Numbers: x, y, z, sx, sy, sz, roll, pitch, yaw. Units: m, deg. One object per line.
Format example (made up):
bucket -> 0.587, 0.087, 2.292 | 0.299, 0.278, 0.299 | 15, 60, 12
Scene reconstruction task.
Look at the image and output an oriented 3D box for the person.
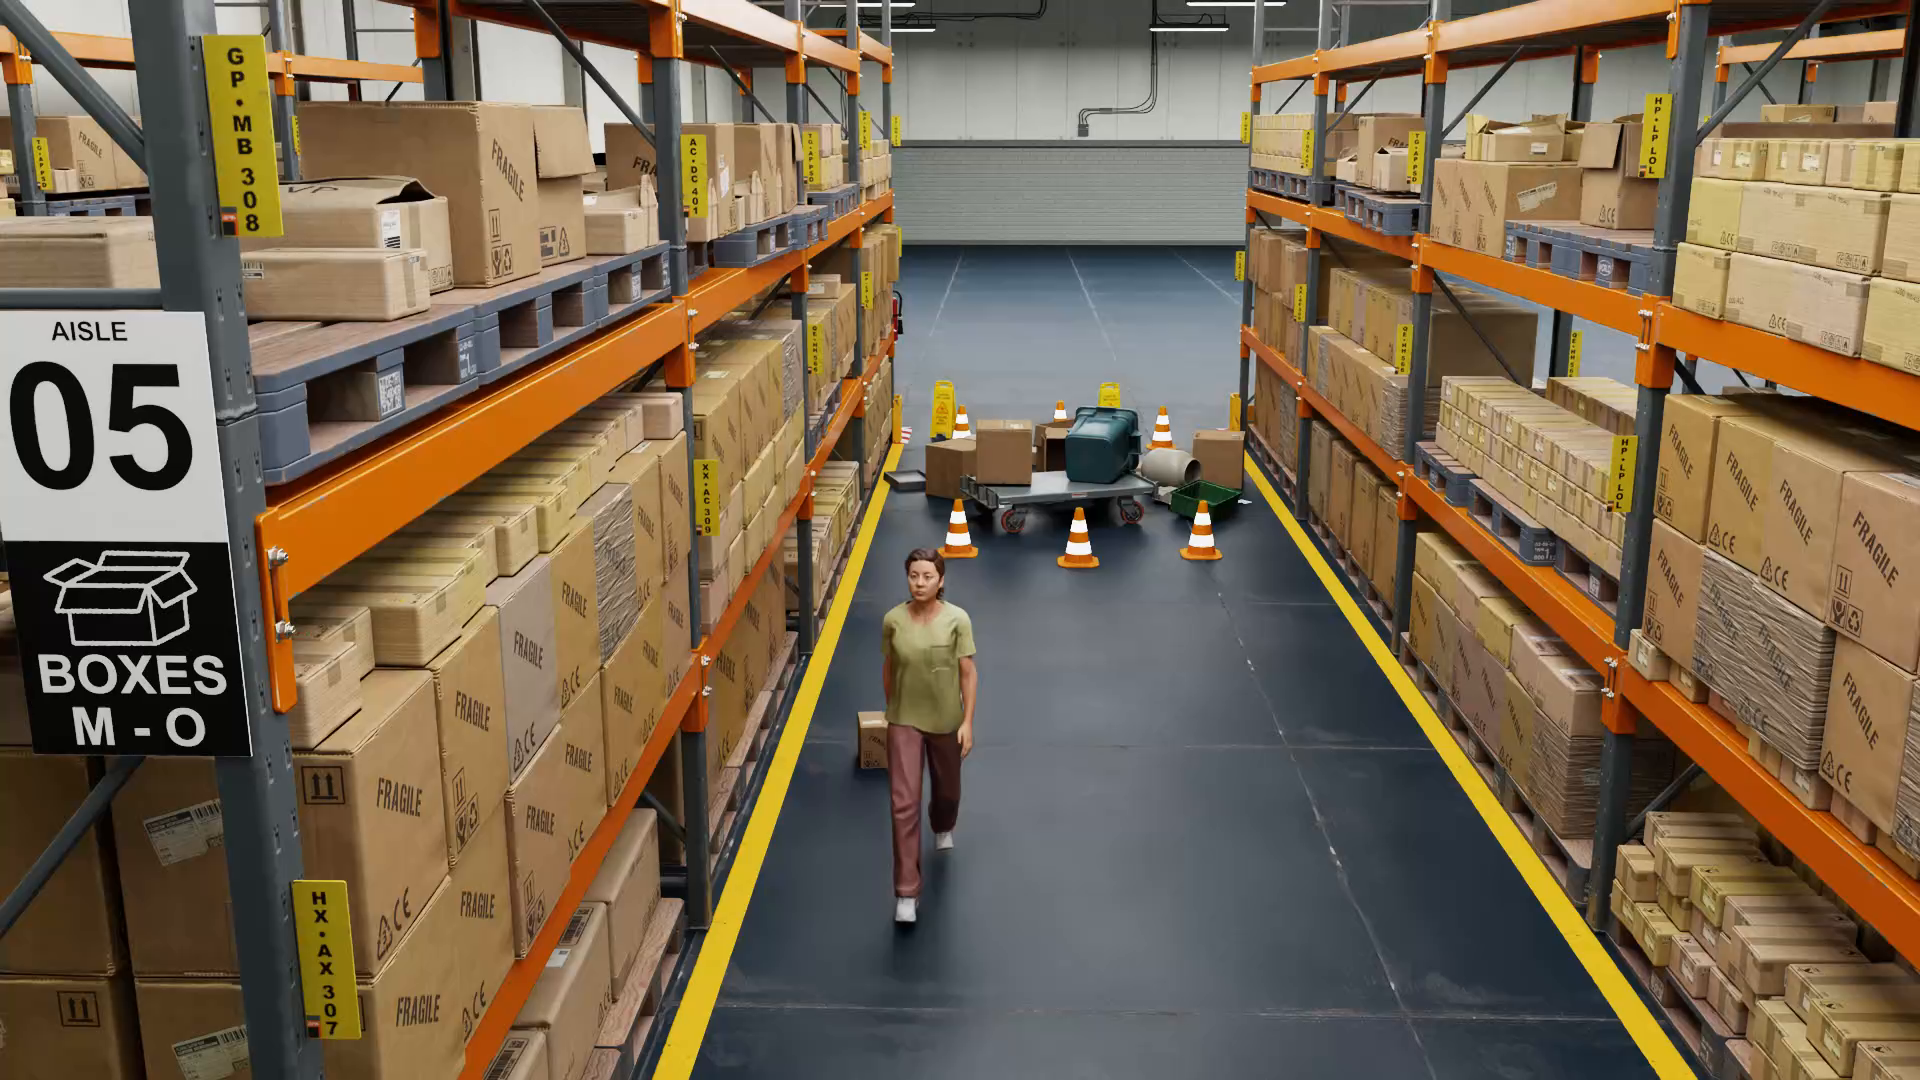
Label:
person -> -0.143, 0.833, 7.651 | 0.447, 1.629, 0.968 | 0, 14, 1
